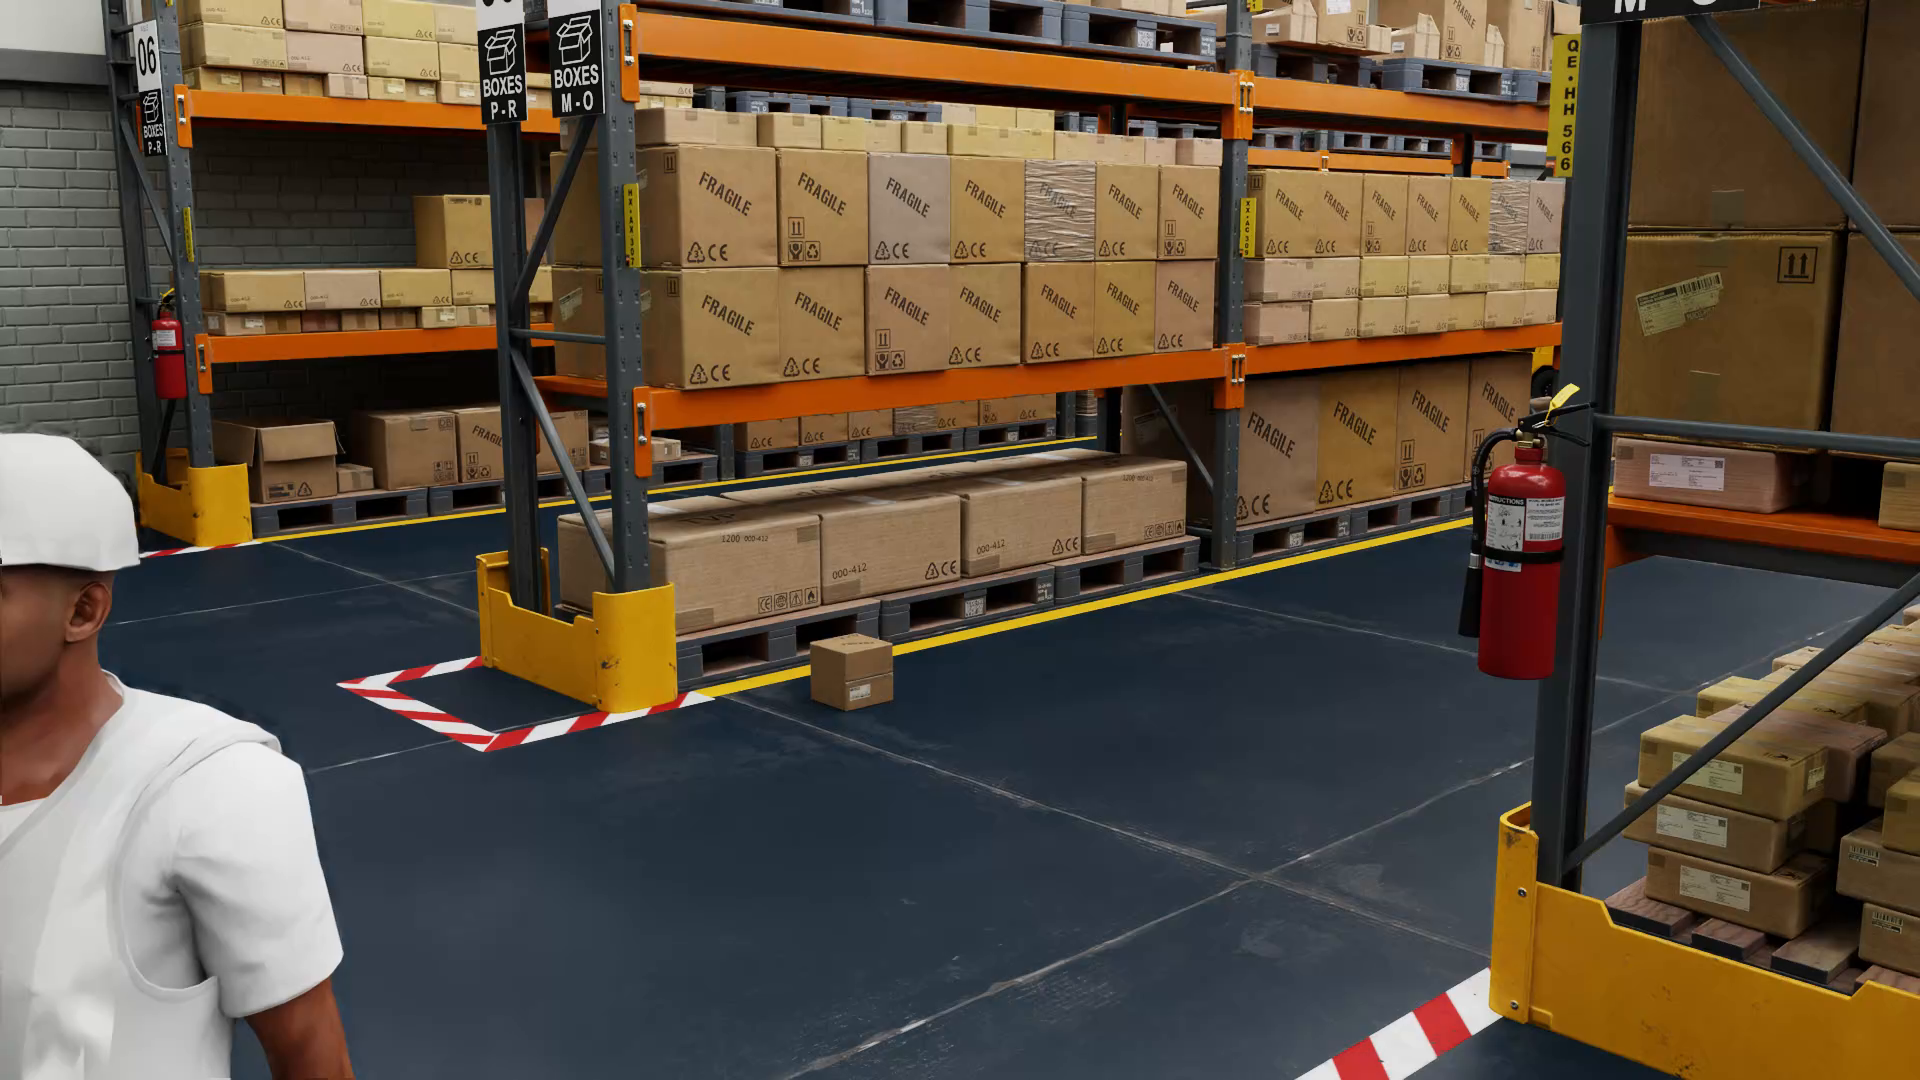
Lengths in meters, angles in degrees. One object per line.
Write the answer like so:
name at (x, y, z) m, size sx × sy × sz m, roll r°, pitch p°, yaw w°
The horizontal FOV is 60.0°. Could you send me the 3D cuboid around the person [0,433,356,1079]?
person at (-1.014, 0.758, 1.670) m, size 0.589 × 1.710 × 0.993 m, roll 3°, pitch 11°, yaw 17°
